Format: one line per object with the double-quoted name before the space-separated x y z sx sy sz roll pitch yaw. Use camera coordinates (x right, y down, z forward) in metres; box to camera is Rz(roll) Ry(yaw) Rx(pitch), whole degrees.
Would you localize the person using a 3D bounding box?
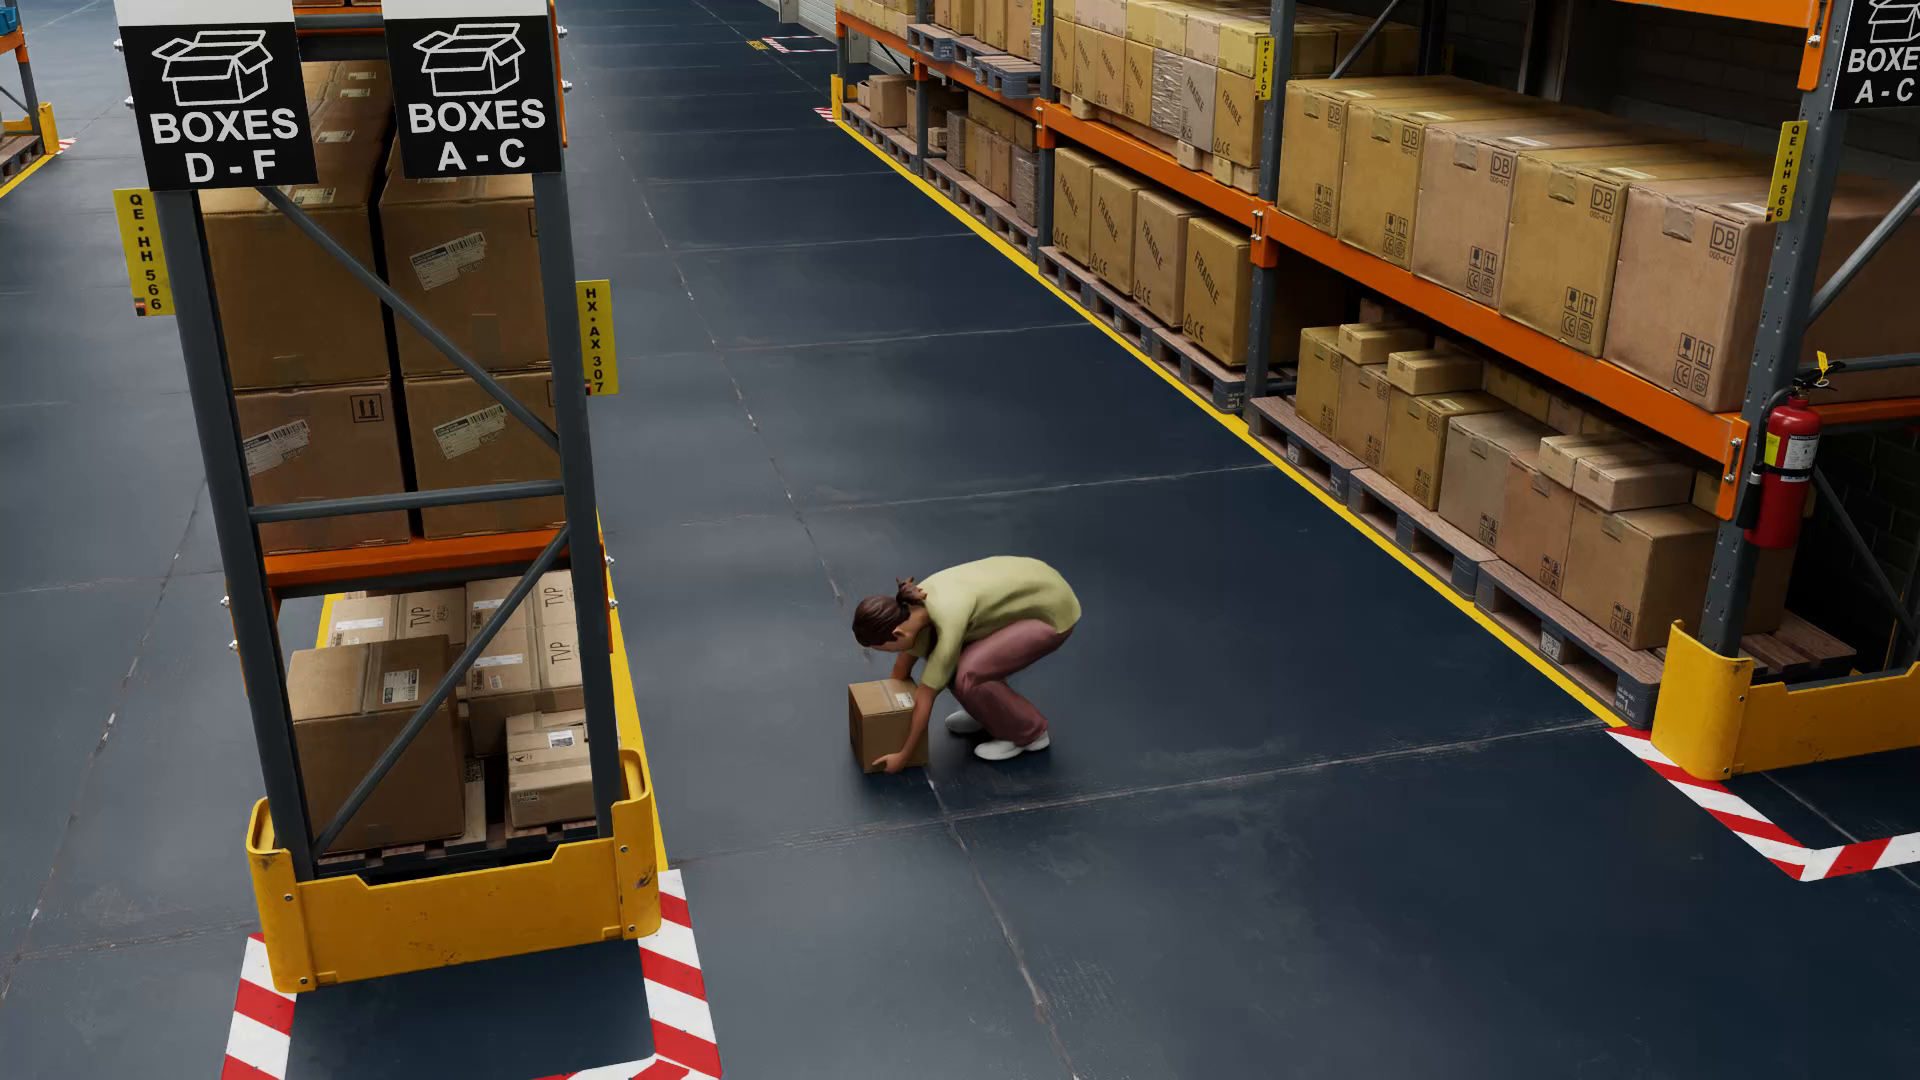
"person" 0.024 0.451 6.253 0.867 0.754 0.455 -7 24 -16
